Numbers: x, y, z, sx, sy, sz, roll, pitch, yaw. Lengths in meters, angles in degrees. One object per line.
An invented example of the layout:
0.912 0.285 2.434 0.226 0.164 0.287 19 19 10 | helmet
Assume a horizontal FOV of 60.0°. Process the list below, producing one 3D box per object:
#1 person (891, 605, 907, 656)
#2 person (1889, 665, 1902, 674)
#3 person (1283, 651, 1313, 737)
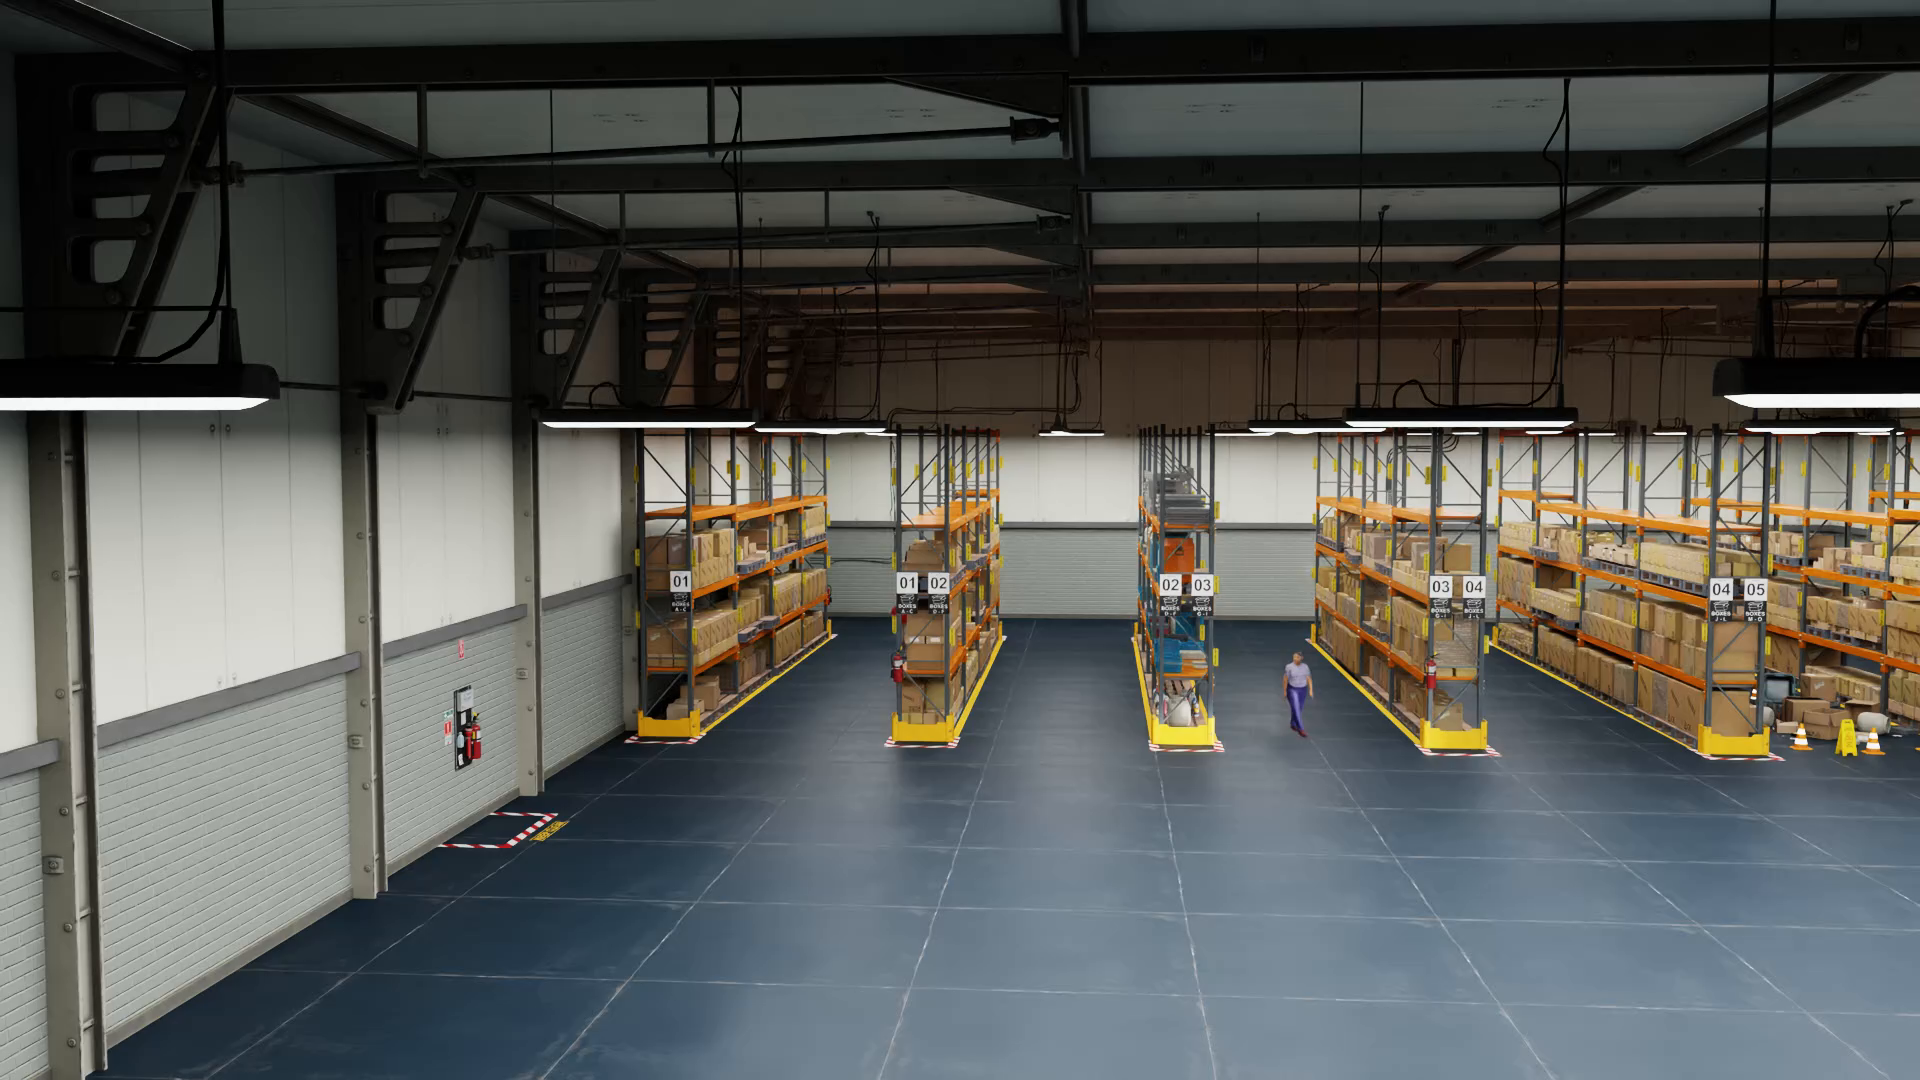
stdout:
-1.463 2.254 43.612 0.662 1.641 0.742 1 4 18 | person
21.209 2.618 37.499 0.537 1.660 0.522 0 3 4 | person
6.547 2.944 32.100 0.508 1.608 0.930 -1 4 -14 | person
